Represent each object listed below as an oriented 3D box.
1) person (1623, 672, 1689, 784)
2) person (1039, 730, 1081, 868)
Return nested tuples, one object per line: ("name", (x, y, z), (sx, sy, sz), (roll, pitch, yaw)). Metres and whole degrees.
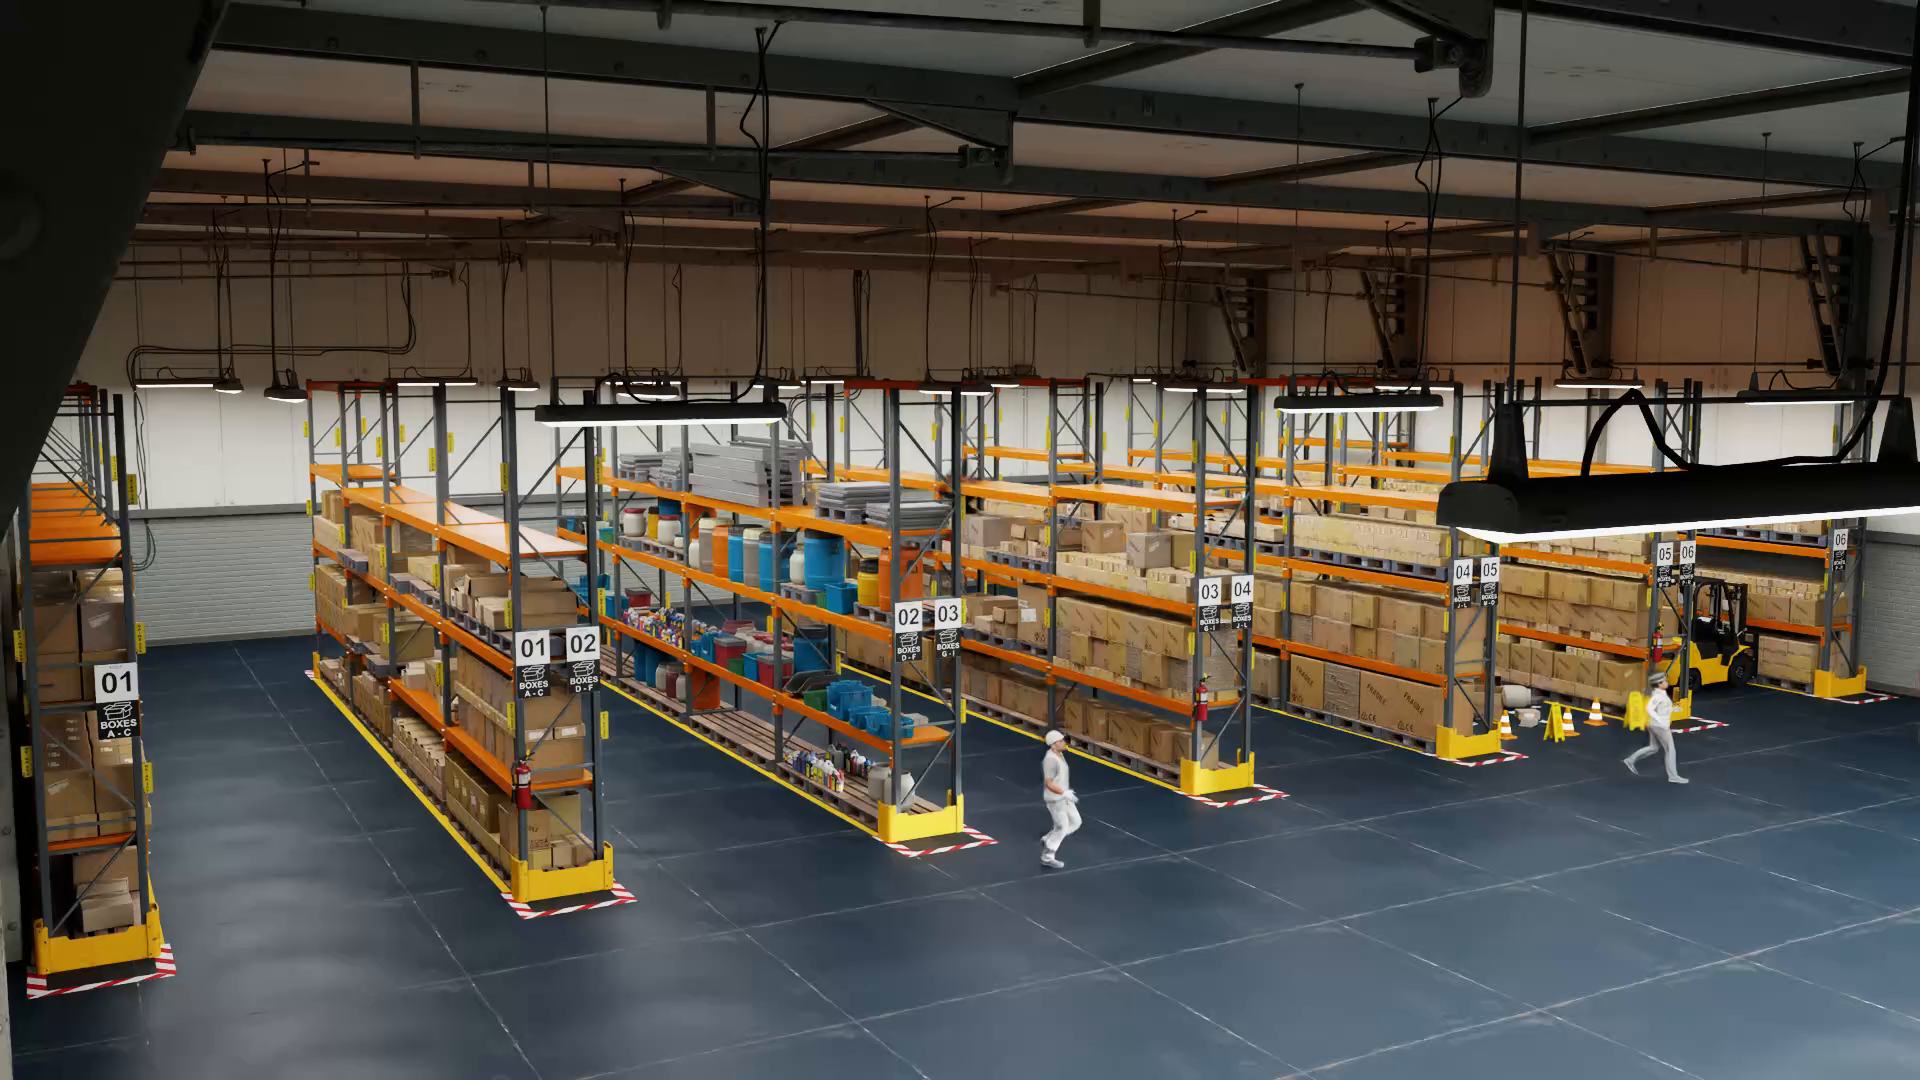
("person", (10.550, 2.812, 25.084), (0.890, 1.673, 0.619), (2, 6, 15))
("person", (1.253, 3.245, 20.899), (0.526, 1.743, 0.668), (1, 6, 12))
